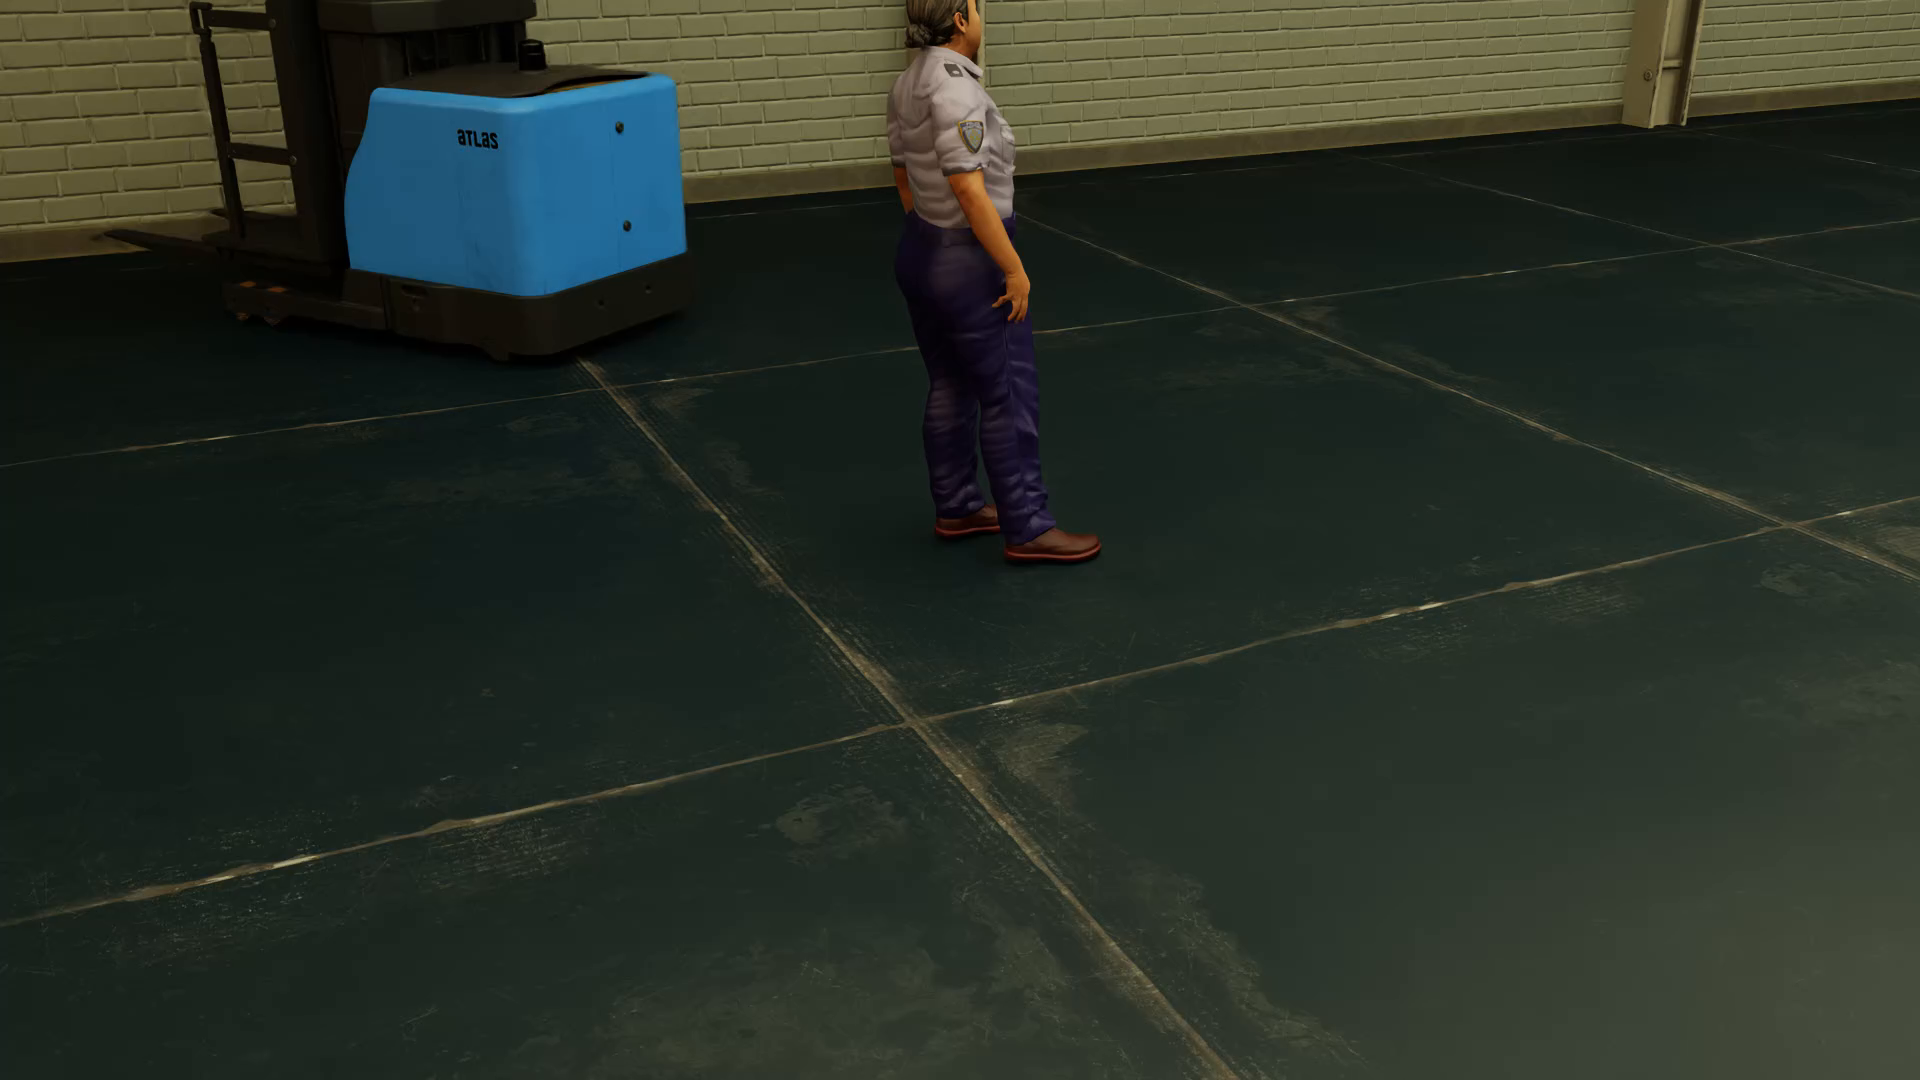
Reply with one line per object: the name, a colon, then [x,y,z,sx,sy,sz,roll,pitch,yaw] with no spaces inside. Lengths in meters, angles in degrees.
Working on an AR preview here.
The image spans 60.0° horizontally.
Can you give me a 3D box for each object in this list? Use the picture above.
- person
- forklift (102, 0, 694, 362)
person: [0.091,-0.774,4.804,0.502,1.651,0.598,-10,25,-23]
forklift: [-2.731,-2.478,7.251,3.031,2.935,1.130,12,26,27]
